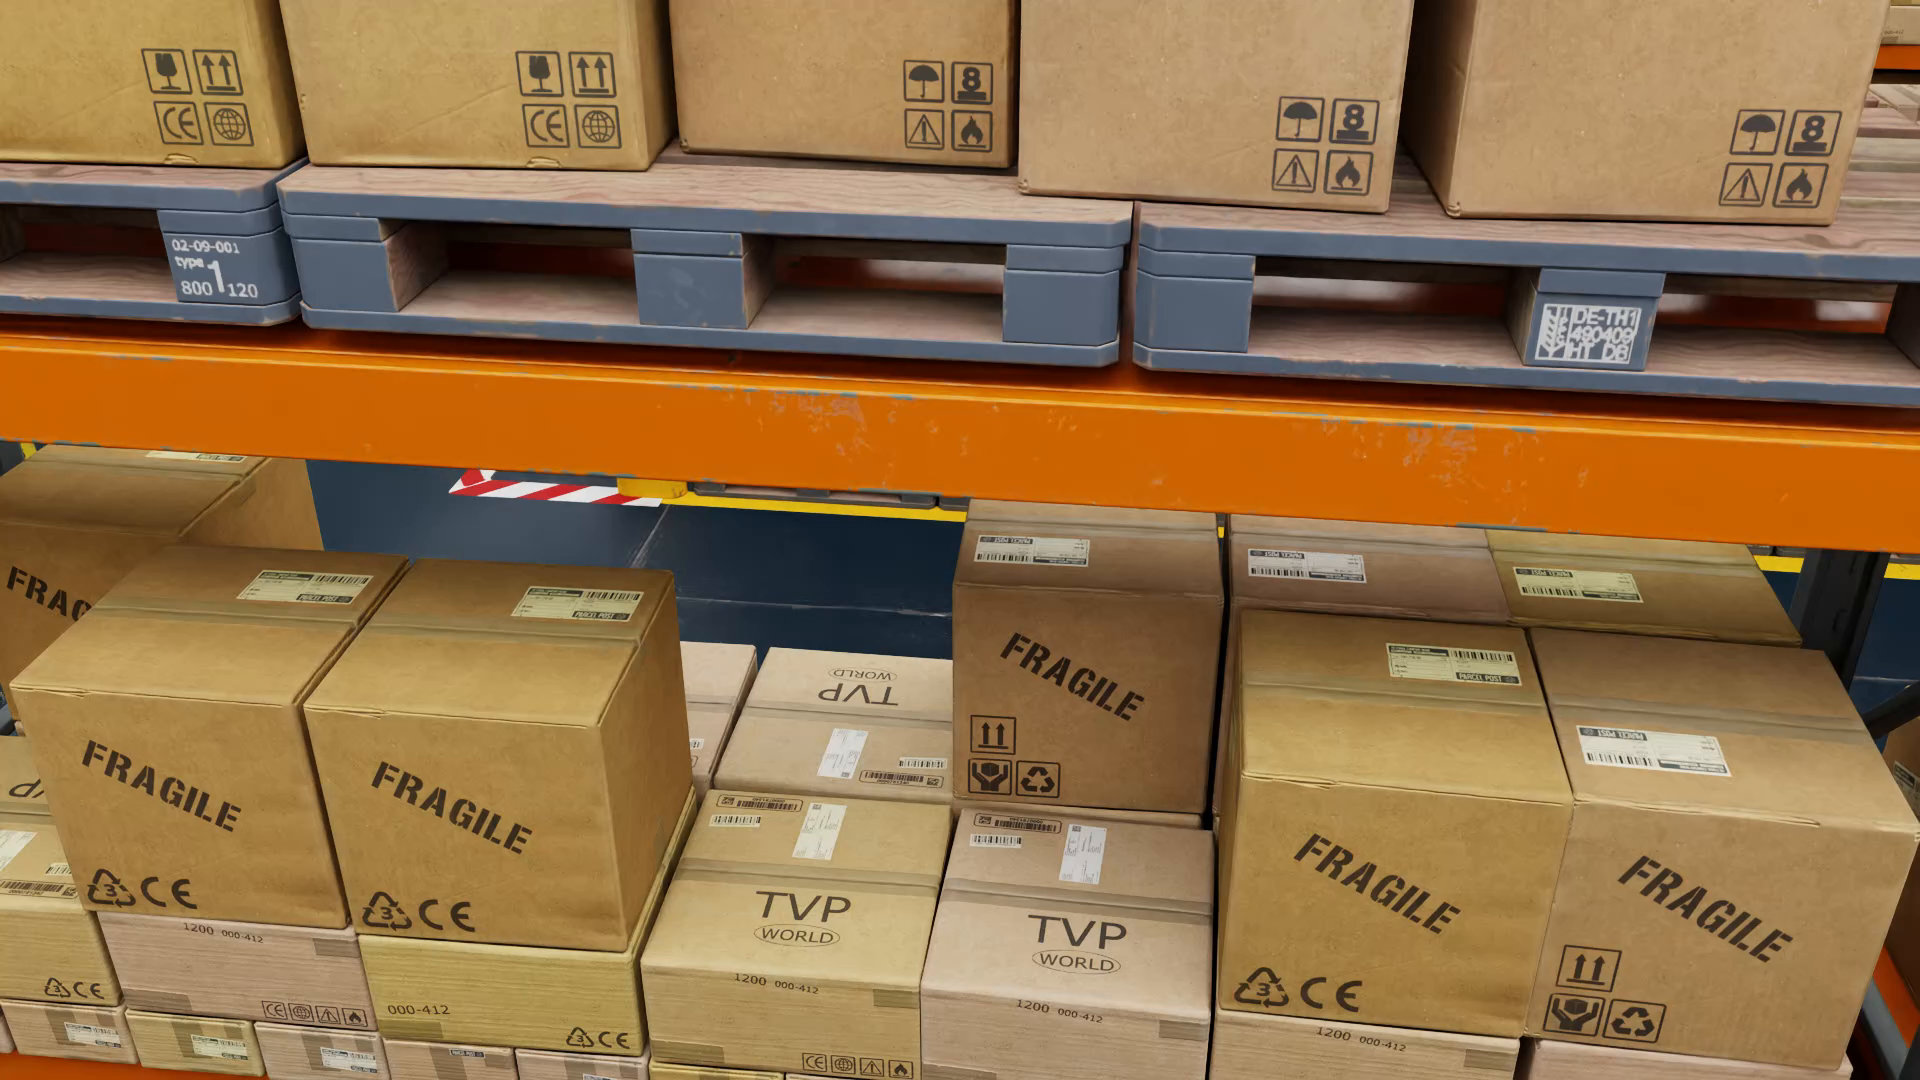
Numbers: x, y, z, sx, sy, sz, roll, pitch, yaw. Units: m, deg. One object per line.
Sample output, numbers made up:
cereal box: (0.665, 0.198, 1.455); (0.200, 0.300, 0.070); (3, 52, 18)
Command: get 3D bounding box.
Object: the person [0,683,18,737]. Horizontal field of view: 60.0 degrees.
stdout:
person: (-2.933, 0.478, 5.248); (0.921, 1.535, 0.457); (-18, 34, -30)
